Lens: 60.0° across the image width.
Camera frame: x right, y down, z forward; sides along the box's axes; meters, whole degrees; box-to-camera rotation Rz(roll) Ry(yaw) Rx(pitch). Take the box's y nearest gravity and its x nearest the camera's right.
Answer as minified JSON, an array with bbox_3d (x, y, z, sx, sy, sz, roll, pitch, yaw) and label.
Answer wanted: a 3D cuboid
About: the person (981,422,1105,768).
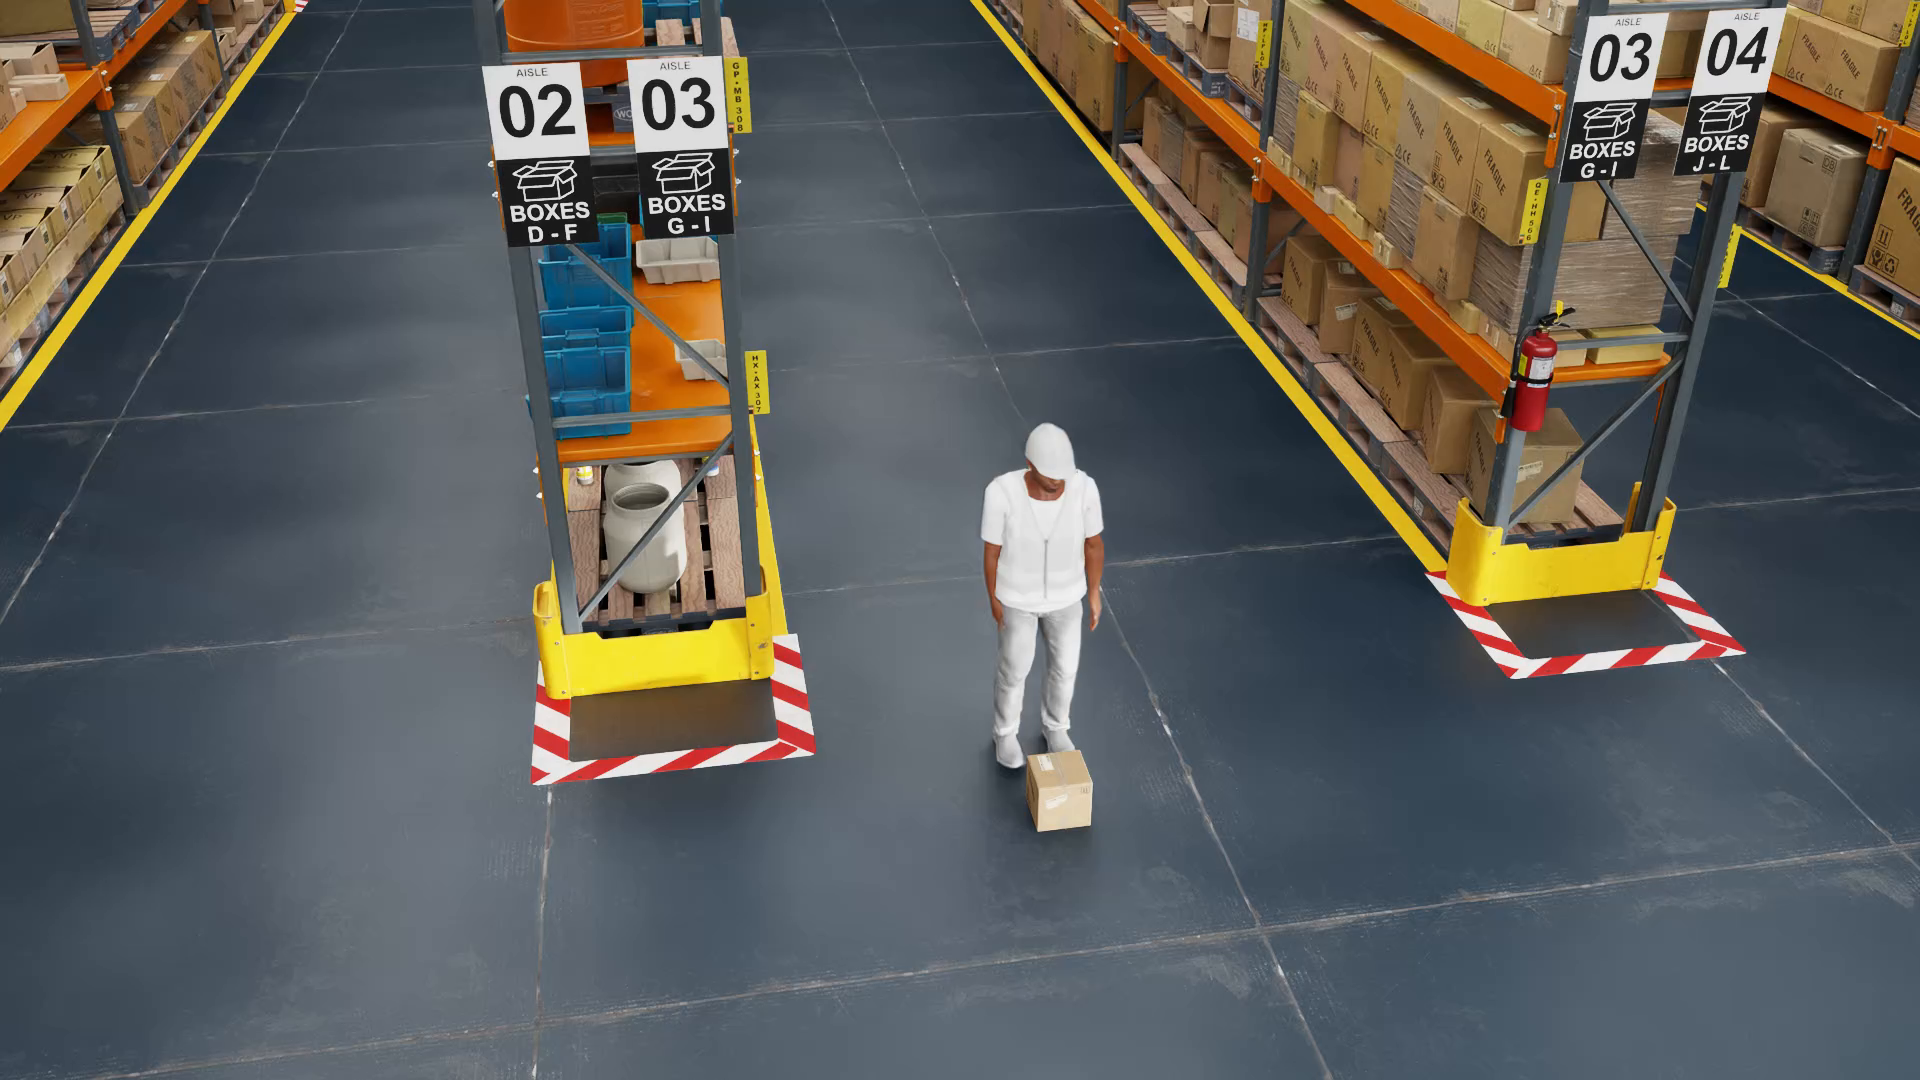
[{"bbox_3d":[0.384,0.251,7.694,0.568,1.758,0.368,-5,31,-8],"label":"person"}]
